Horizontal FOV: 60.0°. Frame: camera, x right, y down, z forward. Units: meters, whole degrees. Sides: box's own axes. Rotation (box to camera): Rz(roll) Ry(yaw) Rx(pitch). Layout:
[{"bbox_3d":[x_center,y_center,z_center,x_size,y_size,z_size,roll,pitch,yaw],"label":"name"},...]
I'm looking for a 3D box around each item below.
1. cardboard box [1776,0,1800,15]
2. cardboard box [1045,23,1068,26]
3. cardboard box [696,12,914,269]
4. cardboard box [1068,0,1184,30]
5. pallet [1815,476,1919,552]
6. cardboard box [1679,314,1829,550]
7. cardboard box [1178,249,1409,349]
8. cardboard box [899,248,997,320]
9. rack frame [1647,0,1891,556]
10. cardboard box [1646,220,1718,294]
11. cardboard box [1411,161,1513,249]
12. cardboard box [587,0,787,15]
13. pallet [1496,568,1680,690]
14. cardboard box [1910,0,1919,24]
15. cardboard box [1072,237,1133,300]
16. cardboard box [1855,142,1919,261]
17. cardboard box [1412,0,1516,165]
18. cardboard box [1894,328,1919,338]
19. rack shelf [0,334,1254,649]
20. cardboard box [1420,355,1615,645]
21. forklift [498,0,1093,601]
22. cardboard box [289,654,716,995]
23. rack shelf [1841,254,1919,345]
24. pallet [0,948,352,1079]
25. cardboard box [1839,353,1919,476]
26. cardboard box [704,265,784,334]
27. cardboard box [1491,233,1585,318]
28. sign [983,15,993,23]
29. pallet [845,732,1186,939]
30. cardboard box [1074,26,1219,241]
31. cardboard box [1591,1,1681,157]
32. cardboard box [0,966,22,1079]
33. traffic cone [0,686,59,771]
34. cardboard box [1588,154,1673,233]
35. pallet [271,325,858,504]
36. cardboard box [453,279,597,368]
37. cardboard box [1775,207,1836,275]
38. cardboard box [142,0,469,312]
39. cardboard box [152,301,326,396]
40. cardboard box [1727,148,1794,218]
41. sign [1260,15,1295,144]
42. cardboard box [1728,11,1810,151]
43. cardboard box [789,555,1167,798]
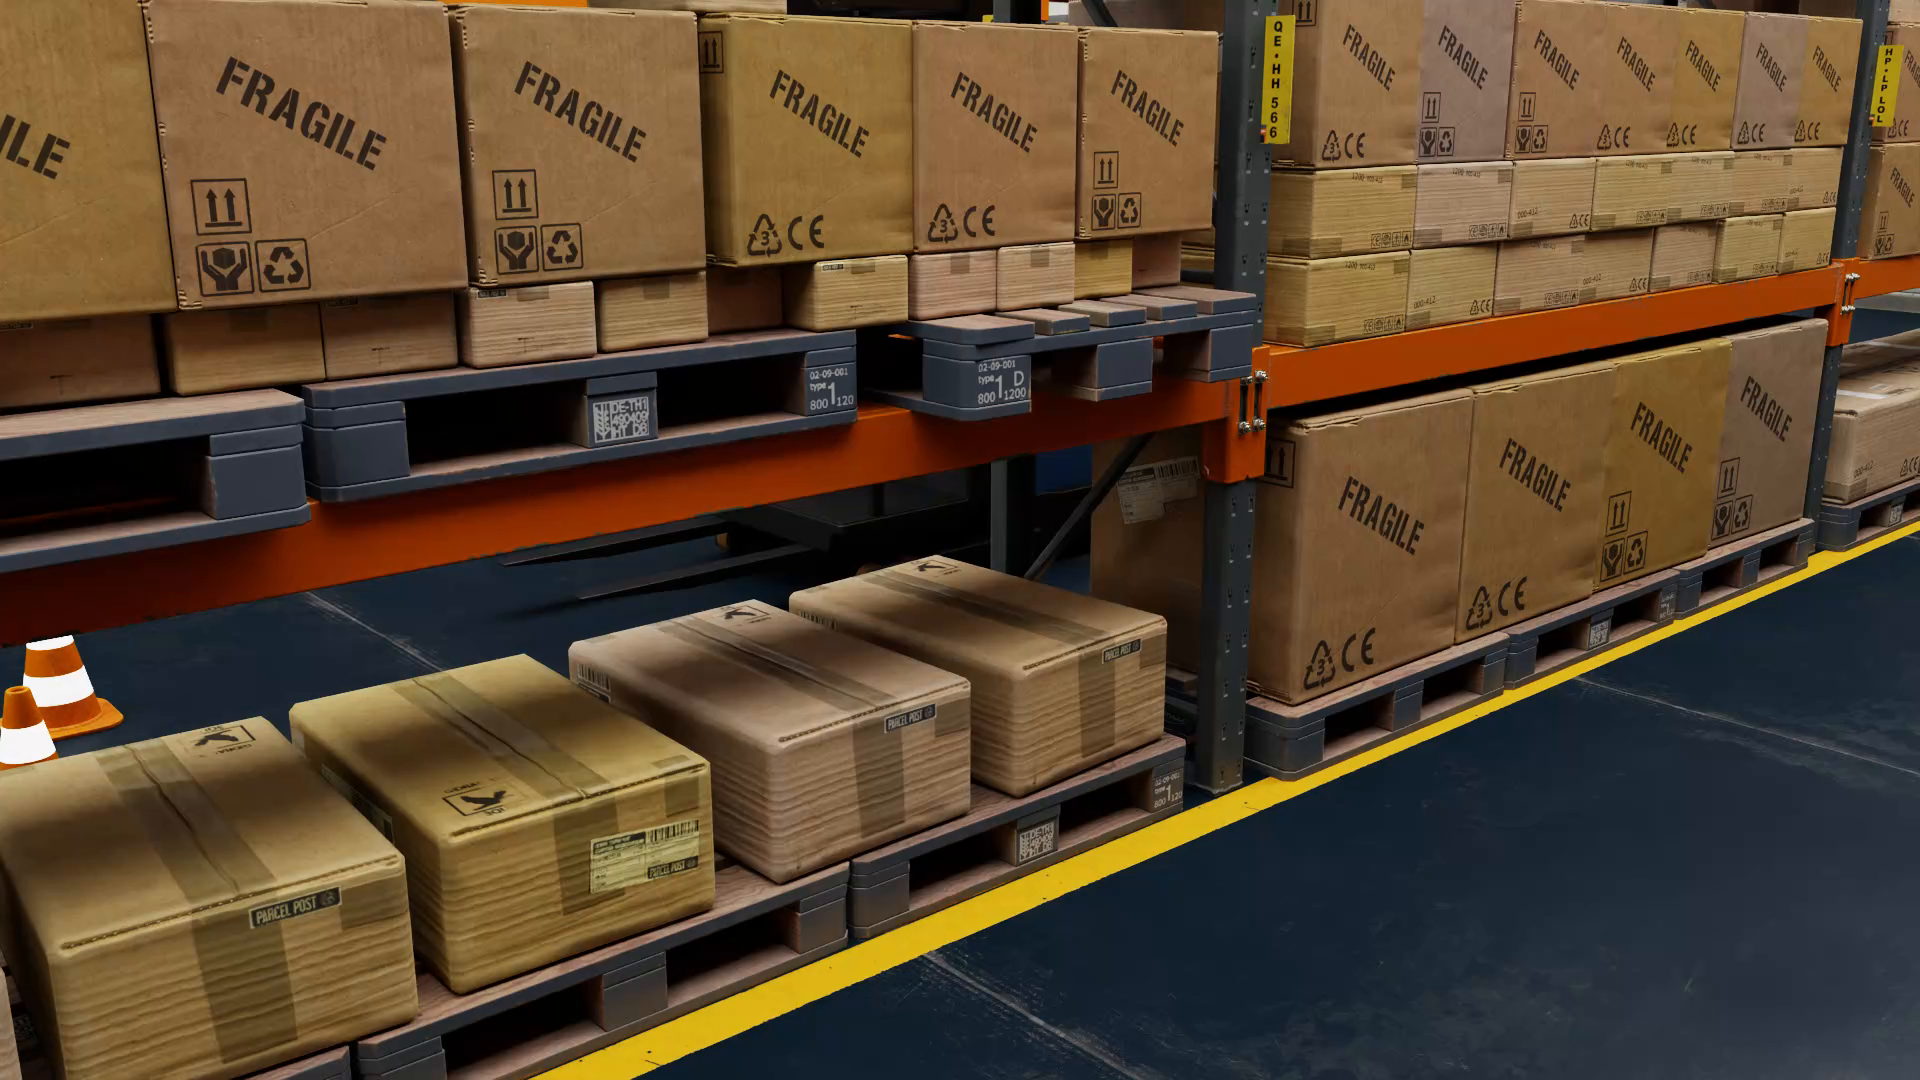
[{"bbox_3d":[3.783,-2.456,7.744,0.250,0.149,0.380,-12,19,-38],"label":"cardboard box"},{"bbox_3d":[0.664,-3.124,10.926,0.500,0.500,0.500,-12,19,-38],"label":"cardboard box"},{"bbox_3d":[-0.451,-0.884,3.665,0.500,0.500,0.500,-14,21,-43],"label":"cardboard box"},{"bbox_3d":[0.690,-1.466,5.294,0.500,0.500,0.500,-13,20,-41],"label":"cardboard box"},{"bbox_3d":[4.115,-0.240,8.240,1.213,0.211,1.003,-13,19,-39],"label":"pallet"},{"bbox_3d":[3.074,-0.529,7.223,0.875,0.875,0.875,-12,19,-38],"label":"cardboard box"},{"bbox_3d":[1.006,-0.758,5.064,0.500,0.250,0.500,-13,20,-40],"label":"cardboard box"},{"bbox_3d":[-0.131,-0.624,3.948,0.250,0.149,0.380,-14,20,-42],"label":"cardboard box"},{"bbox_3d":[3.490,-1.474,7.455,0.127,3.000,1.000,-13,19,-39],"label":"rack frame"},{"bbox_3d":[2.539,-1.108,6.377,0.500,0.250,0.500,-13,20,-41],"label":"cardboard box"},{"bbox_3d":[1.407,-1.090,5.341,0.500,0.250,0.500,-12,19,-38],"label":"cardboard box"},{"bbox_3d":[-0.577,-1.172,3.485,0.250,0.149,0.380,-14,20,-42],"label":"cardboard box"},{"bbox_3d":[2.036,0.227,6.492,1.213,0.211,1.003,-13,19,-39],"label":"pallet"},{"bbox_3d":[4.081,-2.368,7.414,0.250,0.149,0.380,-12,19,-39],"label":"cardboard box"},{"bbox_3d":[0.225,-0.717,4.294,0.250,0.149,0.380,-12,19,-39],"label":"cardboard box"},{"bbox_3d":[4.016,-1.551,7.548,0.500,0.500,0.500,-12,19,-38],"label":"cardboard box"},{"bbox_3d":[1.373,-1.449,5.232,0.500,0.500,0.500,-13,19,-39],"label":"cardboard box"},{"bbox_3d":[6.075,-0.985,9.776,0.875,0.438,0.875,-14,20,-41],"label":"cardboard box"},{"bbox_3d":[-1.037,-0.110,3.742,4.000,0.370,1.077,-13,19,-39],"label":"rack shelf"},{"bbox_3d":[1.723,-0.224,6.078,0.875,0.875,0.875,-12,19,-39],"label":"cardboard box"},{"bbox_3d":[-0.471,-1.308,6.968,3.031,2.935,1.130,-13,20,-40],"label":"forklift"},{"bbox_3d":[-1.088,0.618,3.901,0.625,0.372,0.950,-12,19,-38],"label":"cardboard box"},{"bbox_3d":[4.998,-1.465,8.816,4.000,0.370,1.077,-13,19,-39],"label":"rack shelf"},{"bbox_3d":[-1.959,1.097,3.236,1.213,0.211,1.003,-13,19,-39],"label":"pallet"},{"bbox_3d":[4.709,-0.676,8.619,0.875,0.438,0.875,-13,20,-41],"label":"cardboard box"},{"bbox_3d":[-0.602,-0.557,3.695,0.250,0.149,0.380,-12,19,-39],"label":"cardboard box"},{"bbox_3d":[1.782,-0.936,5.731,0.500,0.250,0.500,-12,19,-38],"label":"cardboard box"},{"bbox_3d":[0.105,-1.463,5.171,0.005,0.325,0.100,-13,19,-39],"label":"sign"},{"bbox_3d":[-0.118,0.683,4.783,1.213,0.211,1.003,-13,19,-39],"label":"pallet"},{"bbox_3d":[0.312,-1.060,4.321,0.500,0.500,0.500,-13,20,-41],"label":"cardboard box"},{"bbox_3d":[2.156,-1.619,5.866,0.500,0.500,0.500,-12,19,-38],"label":"cardboard box"},{"bbox_3d":[-2.151,0.859,3.000,0.625,0.372,0.950,-12,19,-39],"label":"cardboard box"},{"bbox_3d":[-2.529,0.625,4.515,0.334,0.463,0.336,-13,19,-39],"label":"traffic cone"},{"bbox_3d":[2.182,-1.256,5.960,0.500,0.250,0.500,-12,19,-38],"label":"cardboard box"},{"bbox_3d":[-0.994,-0.360,3.657,1.213,0.211,1.003,-13,19,-39],"label":"pallet"},{"bbox_3d":[-0.920,-0.447,3.286,0.250,0.149,0.380,-12,19,-37],"label":"cardboard box"},{"bbox_3d":[3.317,-1.276,7.006,0.500,0.250,0.500,-13,20,-41],"label":"cardboard box"},{"bbox_3d":[-1.244,-0.703,2.985,0.500,0.500,0.500,-13,20,-40],"label":"cardboard box"},{"bbox_3d":[-1.342,-0.371,2.999,0.250,0.149,0.380,-12,19,-39],"label":"cardboard box"},{"bbox_3d":[2.944,-1.435,6.630,0.500,0.250,0.500,-12,19,-38],"label":"cardboard box"},{"bbox_3d":[0.835,-1.213,4.389,0.005,0.325,0.100,-13,19,-39],"label":"sign"},{"bbox_3d":[2.932,-1.791,6.513,0.500,0.500,0.500,-12,19,-38],"label":"cardboard box"},{"bbox_3d":[0.039,0.364,4.852,0.625,0.372,0.950,-14,21,-43],"label":"cardboard box"}]
